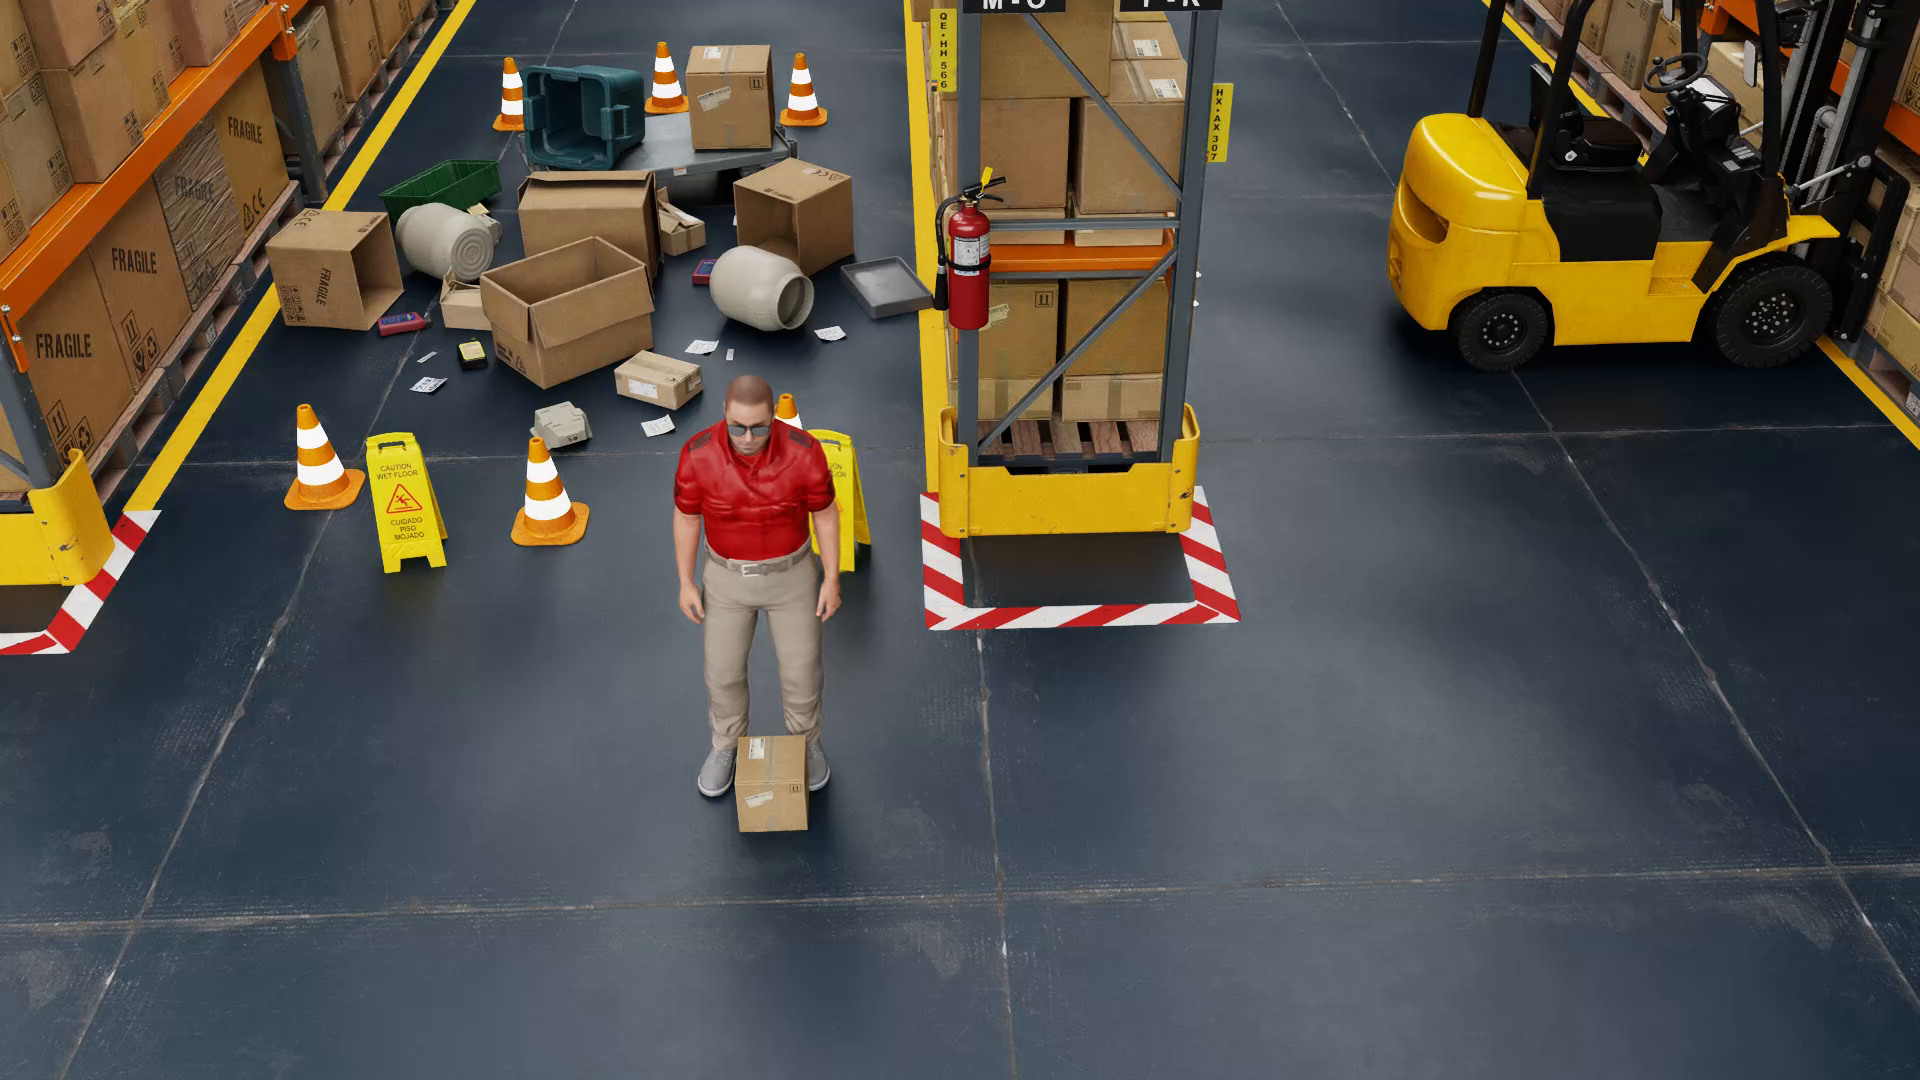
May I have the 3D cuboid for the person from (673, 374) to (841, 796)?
[{"bbox_3d":[-0.712,0.152,5.940,0.585,1.727,0.390,-2,35,-2],"label":"person"}]
